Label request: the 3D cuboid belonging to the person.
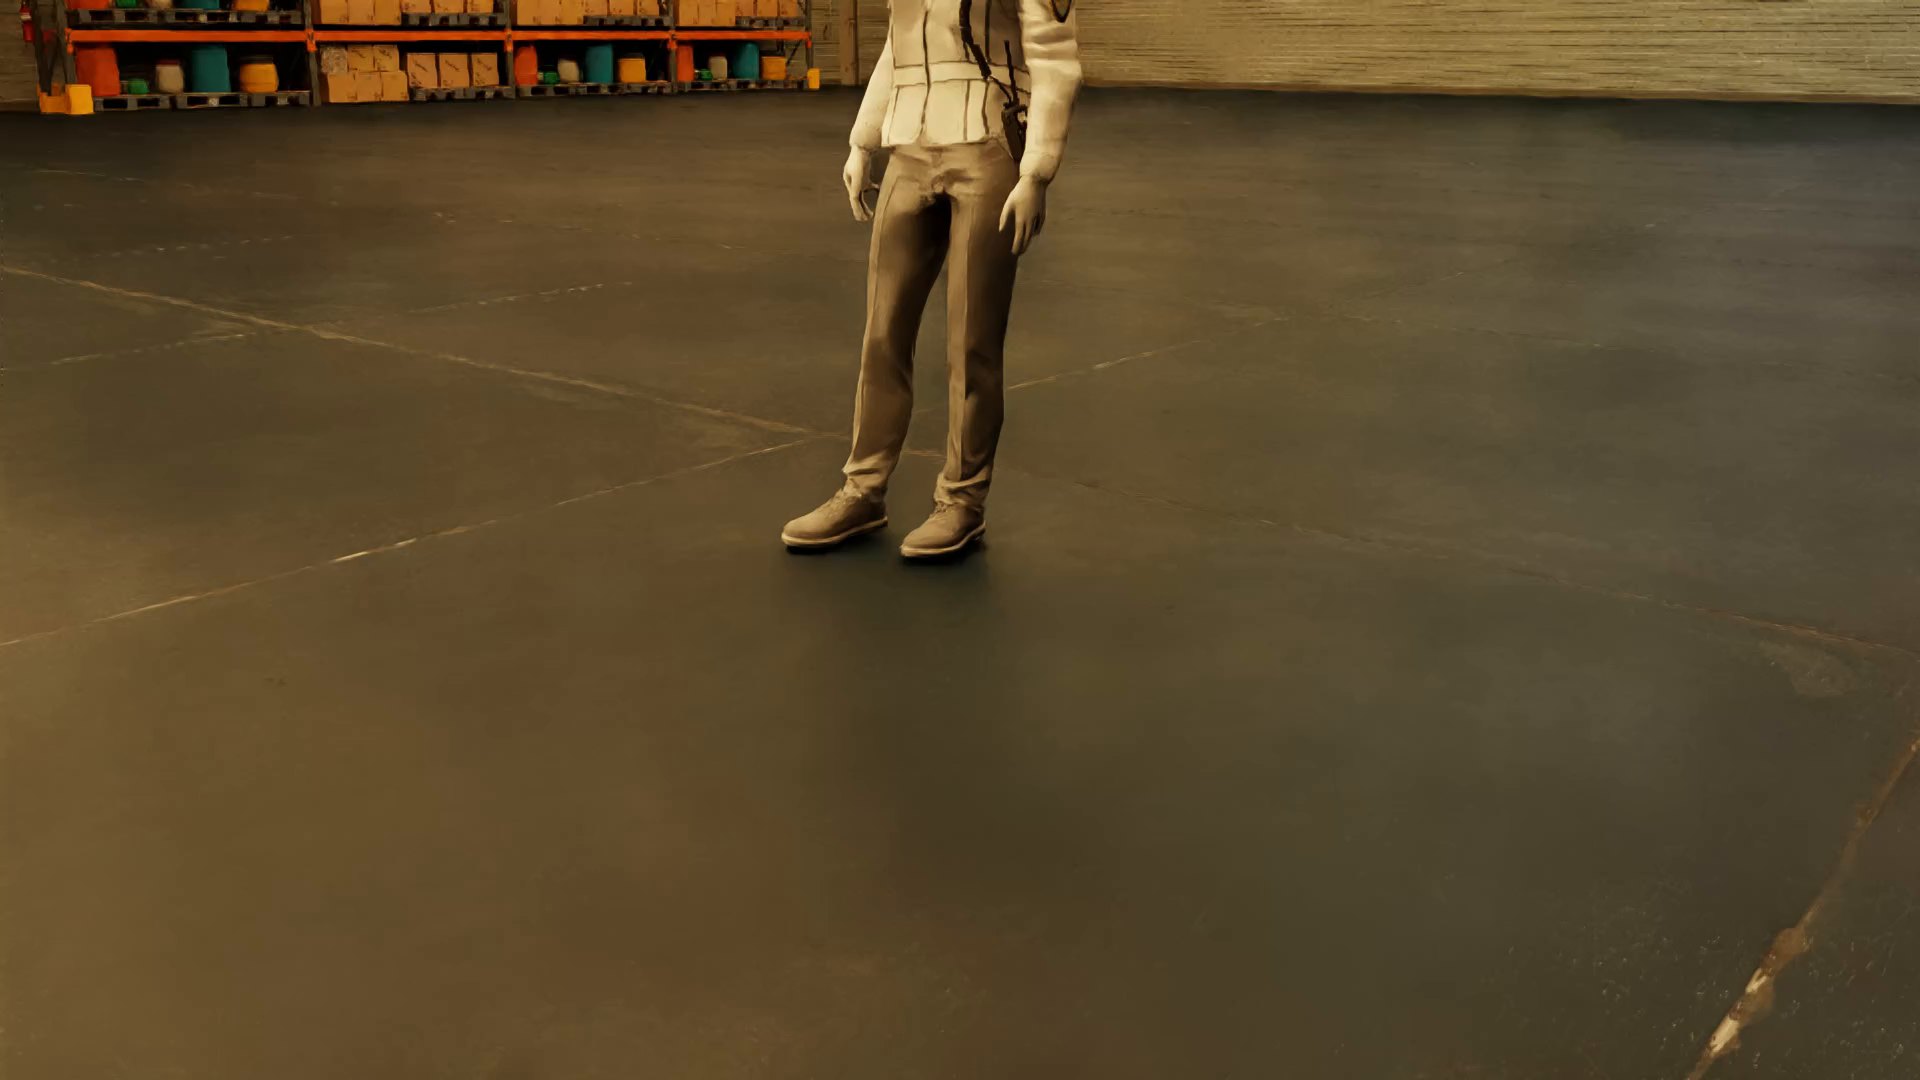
[{"bbox_3d":[-0.049,-0.804,3.648,0.586,1.695,0.533,13,21,37],"label":"person"}]
